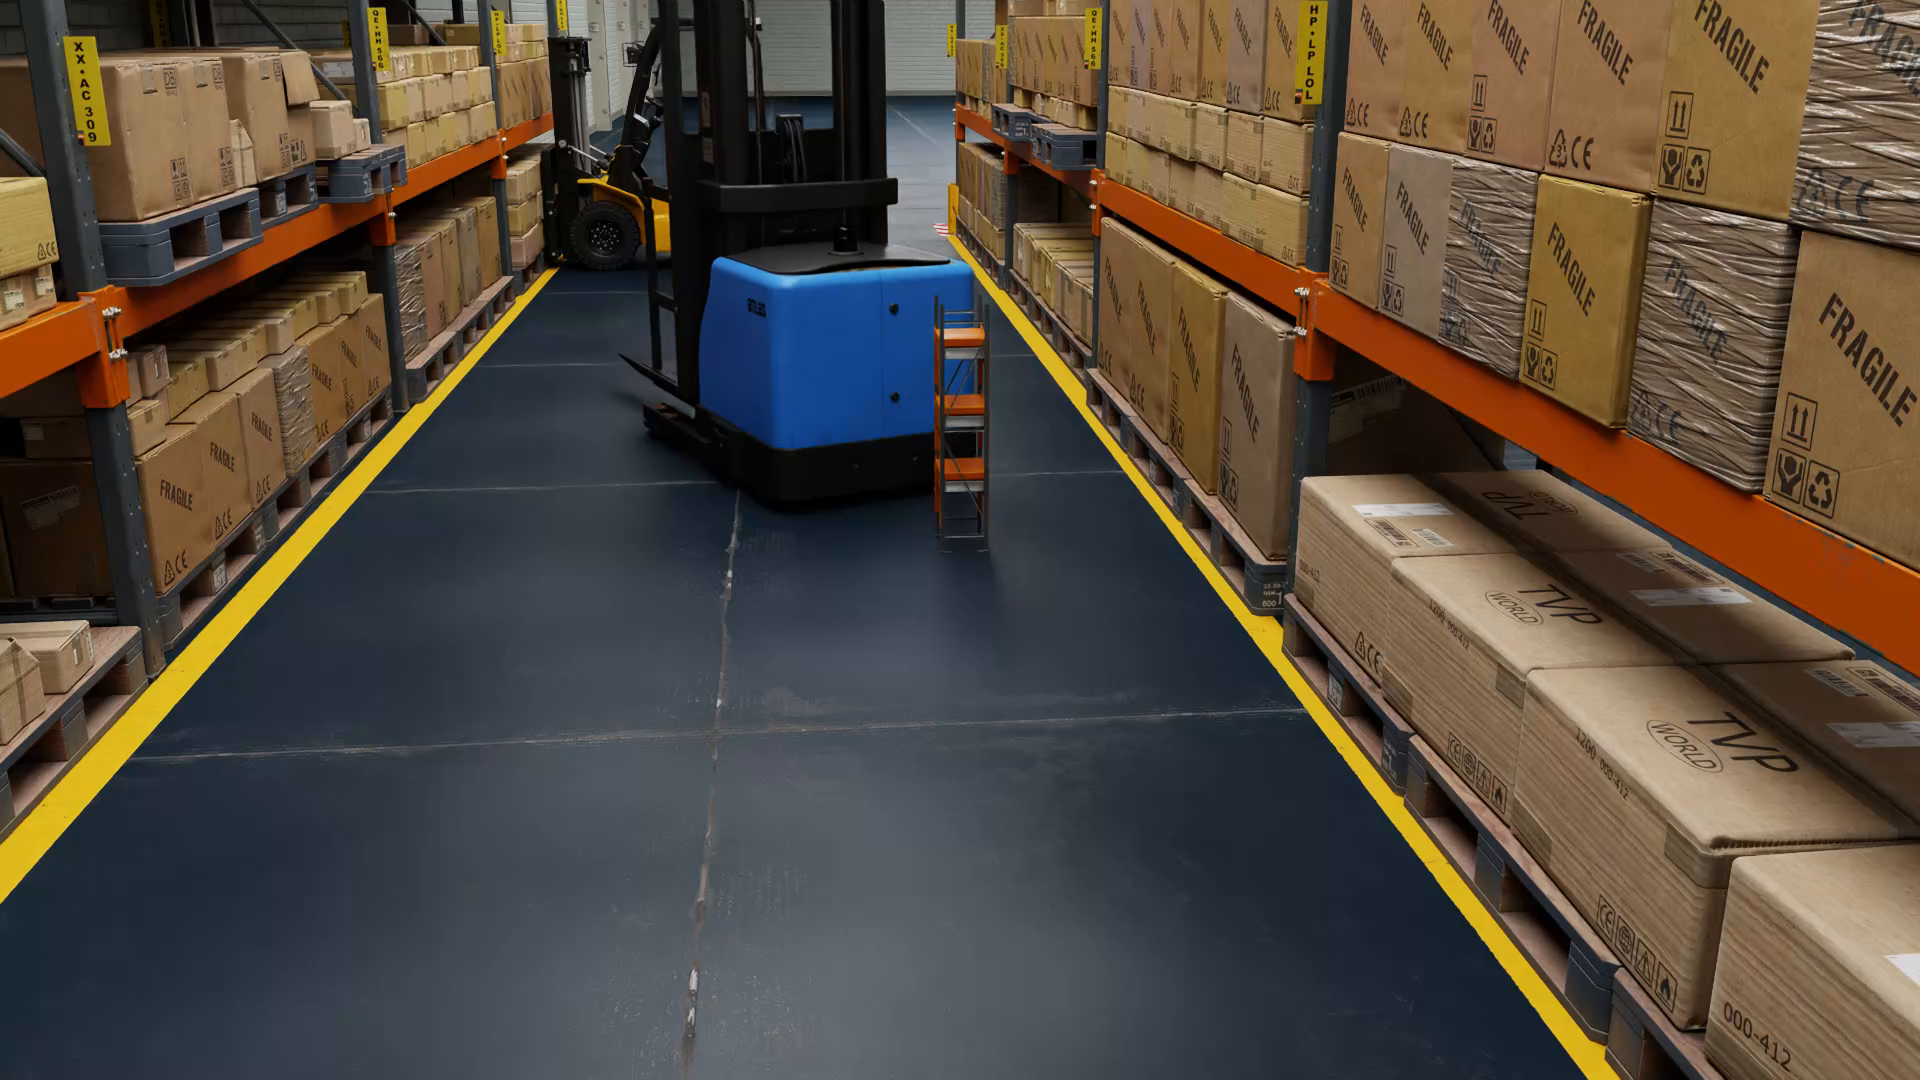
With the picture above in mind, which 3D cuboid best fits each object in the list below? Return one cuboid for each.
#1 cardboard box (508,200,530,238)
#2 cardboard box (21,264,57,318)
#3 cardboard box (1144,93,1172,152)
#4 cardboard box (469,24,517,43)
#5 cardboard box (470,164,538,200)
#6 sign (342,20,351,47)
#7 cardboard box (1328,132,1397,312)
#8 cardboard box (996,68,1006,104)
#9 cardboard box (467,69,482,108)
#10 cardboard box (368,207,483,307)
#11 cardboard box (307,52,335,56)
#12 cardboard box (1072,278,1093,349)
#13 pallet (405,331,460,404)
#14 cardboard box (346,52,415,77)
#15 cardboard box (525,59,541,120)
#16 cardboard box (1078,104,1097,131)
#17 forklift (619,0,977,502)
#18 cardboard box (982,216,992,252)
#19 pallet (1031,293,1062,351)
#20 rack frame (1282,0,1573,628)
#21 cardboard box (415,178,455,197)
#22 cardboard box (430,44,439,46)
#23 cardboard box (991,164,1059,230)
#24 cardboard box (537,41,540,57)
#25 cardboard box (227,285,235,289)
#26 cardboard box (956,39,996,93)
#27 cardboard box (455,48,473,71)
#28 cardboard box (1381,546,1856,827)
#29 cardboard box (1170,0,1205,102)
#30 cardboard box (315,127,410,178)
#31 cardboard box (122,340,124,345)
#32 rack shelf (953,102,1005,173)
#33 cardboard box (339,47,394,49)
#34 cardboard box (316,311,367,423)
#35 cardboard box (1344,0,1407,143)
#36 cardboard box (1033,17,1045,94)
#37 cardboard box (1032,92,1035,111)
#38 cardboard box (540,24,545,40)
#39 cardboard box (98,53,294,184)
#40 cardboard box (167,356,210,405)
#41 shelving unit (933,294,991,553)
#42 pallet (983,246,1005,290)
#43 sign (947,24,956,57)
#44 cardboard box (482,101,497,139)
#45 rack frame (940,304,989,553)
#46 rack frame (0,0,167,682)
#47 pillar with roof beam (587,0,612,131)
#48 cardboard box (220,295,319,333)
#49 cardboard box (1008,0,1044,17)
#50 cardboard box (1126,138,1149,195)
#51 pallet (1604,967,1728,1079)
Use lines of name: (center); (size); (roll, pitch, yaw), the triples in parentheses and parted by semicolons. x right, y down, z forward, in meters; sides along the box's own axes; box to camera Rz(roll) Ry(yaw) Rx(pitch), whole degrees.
cardboard box: (-3.808, -2.618, 13.562); (0.500, 0.250, 0.500); (-2, 18, -6)
cardboard box: (-2.956, -0.747, 4.967); (0.380, 0.149, 0.250); (-2, 17, -5)
cardboard box: (1.182, -2.005, 7.972); (0.500, 0.250, 0.500); (-2, 18, -6)
cardboard box: (-3.933, -4.248, 13.952); (0.380, 0.149, 0.250); (-2, 18, -7)
cardboard box: (-3.845, -3.009, 13.974); (0.500, 0.250, 0.500); (-2, 18, -6)
sign: (-4.617, -3.770, 12.601); (0.100, 0.325, 0.005); (-2, 18, -6)
cardboard box: (1.485, -1.008, 5.213); (0.500, 0.500, 0.500); (-1, 17, -4)
cardboard box: (0.579, -3.806, 13.628); (0.500, 0.500, 0.500); (-2, 18, -7)
cardboard box: (-3.700, -3.213, 11.818); (0.500, 0.250, 0.500); (-2, 18, -7)
cardboard box: (-3.928, -2.018, 11.860); (0.875, 0.625, 0.625); (-2, 18, -6)
cardboard box: (-4.036, -2.898, 10.150); (0.380, 0.149, 0.250); (-2, 18, -6)
cardboard box: (1.236, -1.415, 10.363); (0.950, 0.372, 0.625); (-3, 18, -9)
pallet: (-3.698, -1.061, 10.206); (1.003, 0.211, 1.213); (-2, 18, -6)
cardboard box: (-3.568, -2.913, 10.199); (0.380, 0.149, 0.250); (-2, 17, -5)
cardboard box: (-4.005, -3.981, 14.683); (0.500, 0.500, 0.500); (-2, 18, -5)
cardboard box: (0.917, -2.548, 10.005); (0.380, 0.149, 0.250); (-2, 17, -5)
forklift: (-1.054, -1.967, 8.548); (1.130, 2.935, 3.031); (-9, 20, -27)
cardboard box: (0.479, -2.706, 14.679); (0.500, 0.250, 0.500); (-2, 18, -7)
pallet: (1.083, -1.565, 11.809); (1.003, 0.211, 1.213); (-2, 18, -6)
rack frame: (1.697, -1.108, 5.699); (1.000, 3.000, 0.127); (-2, 18, -6)
cardboard box: (-4.308, -2.843, 13.446); (0.500, 0.250, 0.500); (-1, 17, -5)
cardboard box: (-4.433, -3.935, 13.452); (0.380, 0.149, 0.250); (-1, 17, -4)
cardboard box: (0.544, -2.906, 14.062); (0.500, 0.500, 0.500); (-2, 18, -6)
cardboard box: (-4.052, -4.485, 15.204); (0.380, 0.149, 0.250); (-2, 18, -7)
cardboard box: (-3.908, -1.218, 8.437); (0.380, 0.149, 0.250); (-1, 17, -4)
cardboard box: (0.232, -4.723, 16.550); (0.500, 0.500, 0.500); (-2, 18, -6)
cardboard box: (-3.632, -3.374, 11.667); (0.380, 0.149, 0.250); (-2, 18, -7)
cardboard box: (1.748, 0.371, 4.564); (0.875, 0.438, 0.875); (-2, 18, -7)
cardboard box: (1.240, -2.218, 7.396); (0.500, 0.500, 0.500); (-1, 17, -5)
cardboard box: (-3.455, -2.214, 9.470); (0.500, 0.250, 0.500); (-2, 18, -5)
cardboard box: (-3.740, -0.756, 6.966); (0.380, 0.149, 0.250); (-2, 17, -5)
rack shelf: (0.666, -3.744, 15.297); (1.077, 0.370, 4.000); (-2, 18, -6)
cardboard box: (-4.242, -3.427, 11.835); (0.380, 0.149, 0.250); (-2, 18, -6)
cardboard box: (-3.354, -0.884, 8.458); (0.500, 0.500, 0.500); (-2, 18, -6)
cardboard box: (1.505, -1.483, 5.058); (0.500, 0.500, 0.500); (-2, 18, -5)
cardboard box: (0.788, -3.283, 11.263); (0.500, 0.500, 0.500); (-2, 18, -8)
cardboard box: (0.722, -3.163, 11.962); (0.380, 0.149, 0.250); (-2, 17, -5)
cardboard box: (-4.121, -4.778, 15.642); (0.380, 0.149, 0.250); (-1, 17, -4)
cardboard box: (-3.202, -1.741, 6.846); (0.700, 0.500, 0.500); (-2, 18, -6)
cardboard box: (-3.197, -0.623, 6.544); (0.380, 0.149, 0.250); (-2, 18, -7)
shelving unit: (0.006, -0.485, 6.969); (0.215, 1.050, 0.252); (-2, 18, -6)
pallet: (0.767, -2.360, 14.342); (1.003, 0.211, 1.213); (-2, 18, -6)
sign: (-0.080, -5.080, 16.904); (0.100, 0.325, 0.005); (-2, 18, -6)
cardboard box: (-3.753, -3.123, 12.369); (0.500, 0.250, 0.500); (-1, 17, -4)
rack frame: (0.018, -0.449, 6.853); (0.200, 1.050, 0.008); (-2, 18, -6)
rack frame: (-3.240, -0.954, 5.207); (1.000, 3.000, 0.127); (-2, 18, -6)
pillar with roof beam: (-2.877, -12.652, 32.452); (9.100, 9.000, 0.400); (-2, 18, -6)
cardboard box: (-3.325, -1.083, 8.008); (0.380, 0.149, 0.250); (-1, 17, -4)
cardboard box: (0.569, -4.040, 12.590); (0.380, 0.149, 0.250); (-2, 18, -6)
cardboard box: (1.155, -1.922, 8.543); (0.500, 0.250, 0.500); (-2, 18, -7)
pallet: (1.949, 1.178, 3.072); (1.003, 0.211, 1.213); (-2, 18, -6)
